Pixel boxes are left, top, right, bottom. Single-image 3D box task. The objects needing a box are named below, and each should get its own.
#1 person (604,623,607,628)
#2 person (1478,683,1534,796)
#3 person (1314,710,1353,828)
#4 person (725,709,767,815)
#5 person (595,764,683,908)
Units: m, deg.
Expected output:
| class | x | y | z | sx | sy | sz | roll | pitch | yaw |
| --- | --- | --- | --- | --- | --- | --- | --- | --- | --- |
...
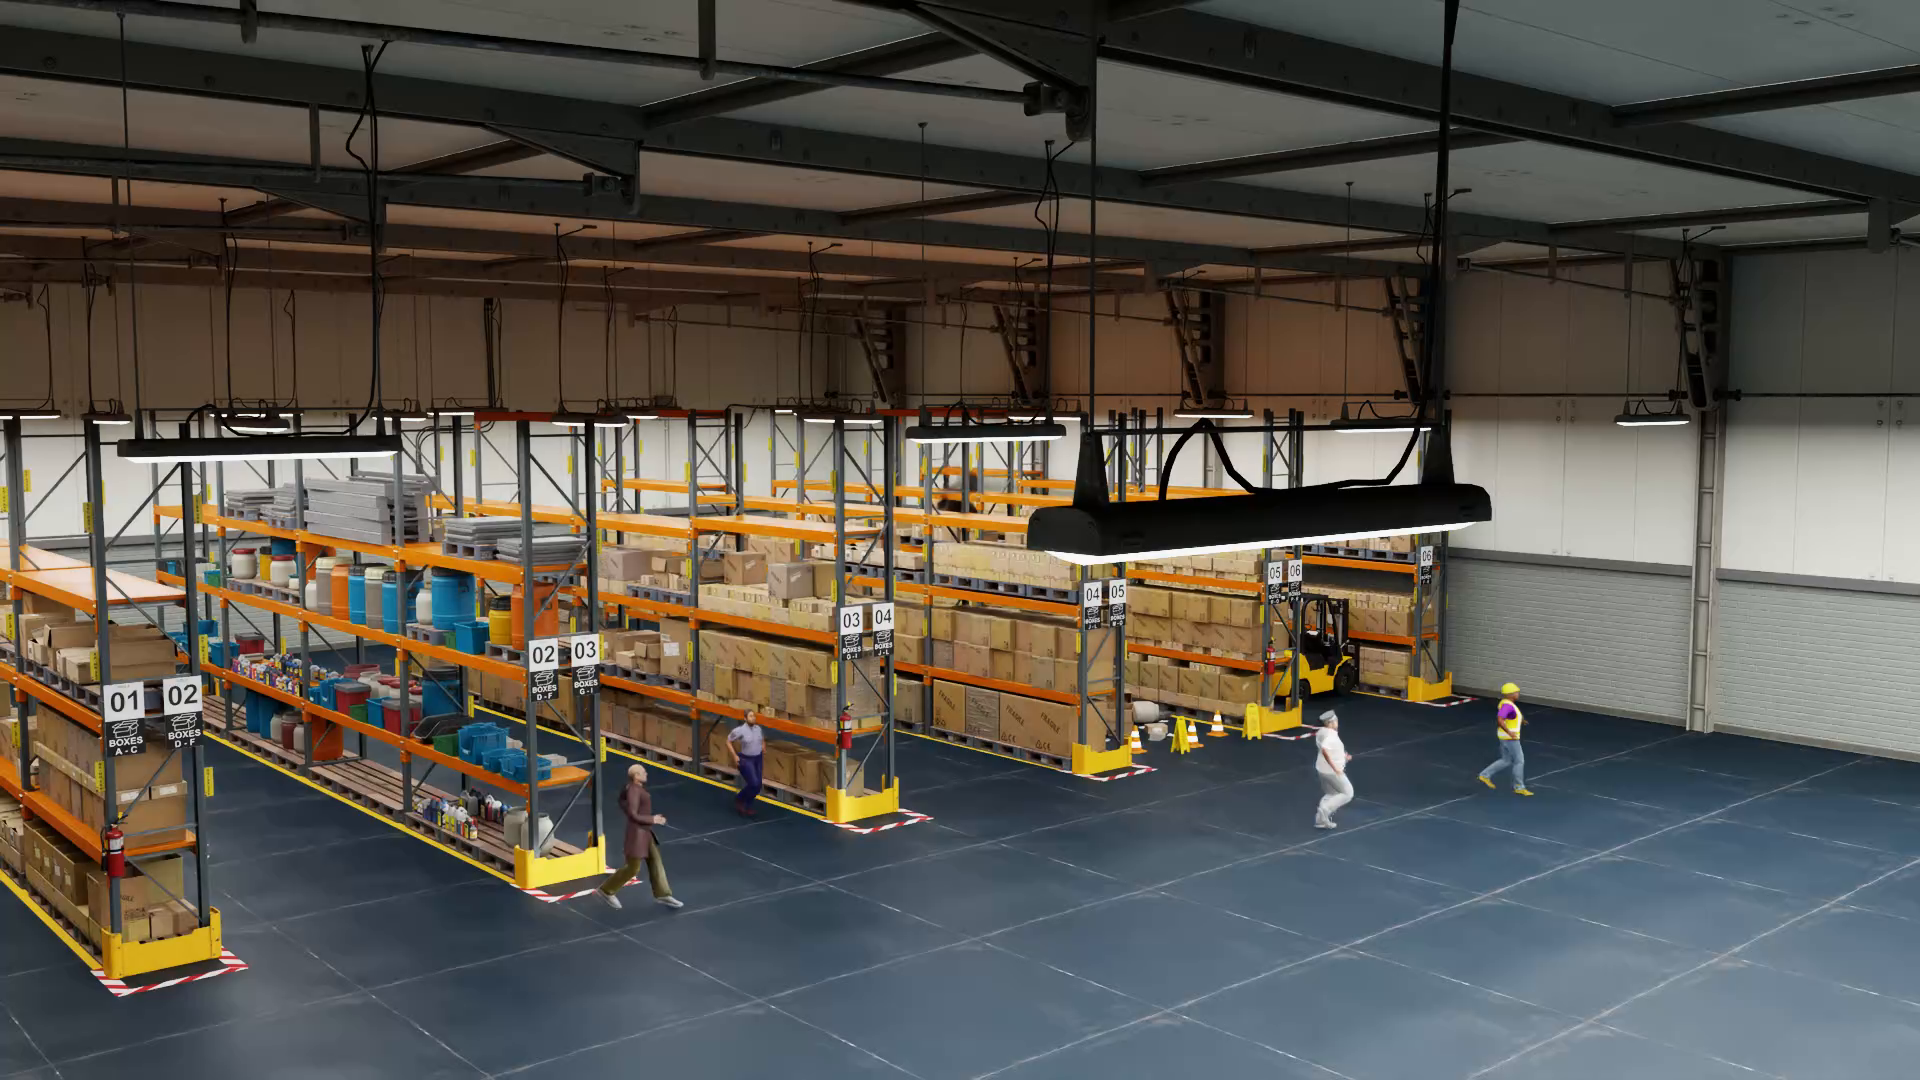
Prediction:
| class | x | y | z | sx | sy | sz | roll | pitch | yaw |
| --- | --- | --- | --- | --- | --- | --- | --- | --- | --- |
| person | -7.597 | 2.390 | 34.783 | 0.947 | 1.816 | 0.692 | 4 | 7 | 40 |
| person | 8.649 | 3.138 | 26.258 | 0.850 | 1.776 | 0.695 | 1 | 5 | 8 |
| person | 5.446 | 3.332 | 24.192 | 0.590 | 1.735 | 0.652 | -1 | 5 | -10 |
| person | -3.120 | 3.345 | 24.898 | 0.583 | 1.595 | 0.592 | 5 | 7 | 42 |
| person | -3.946 | 3.641 | 20.434 | 1.059 | 1.785 | 0.748 | 0 | 5 | -5 |
